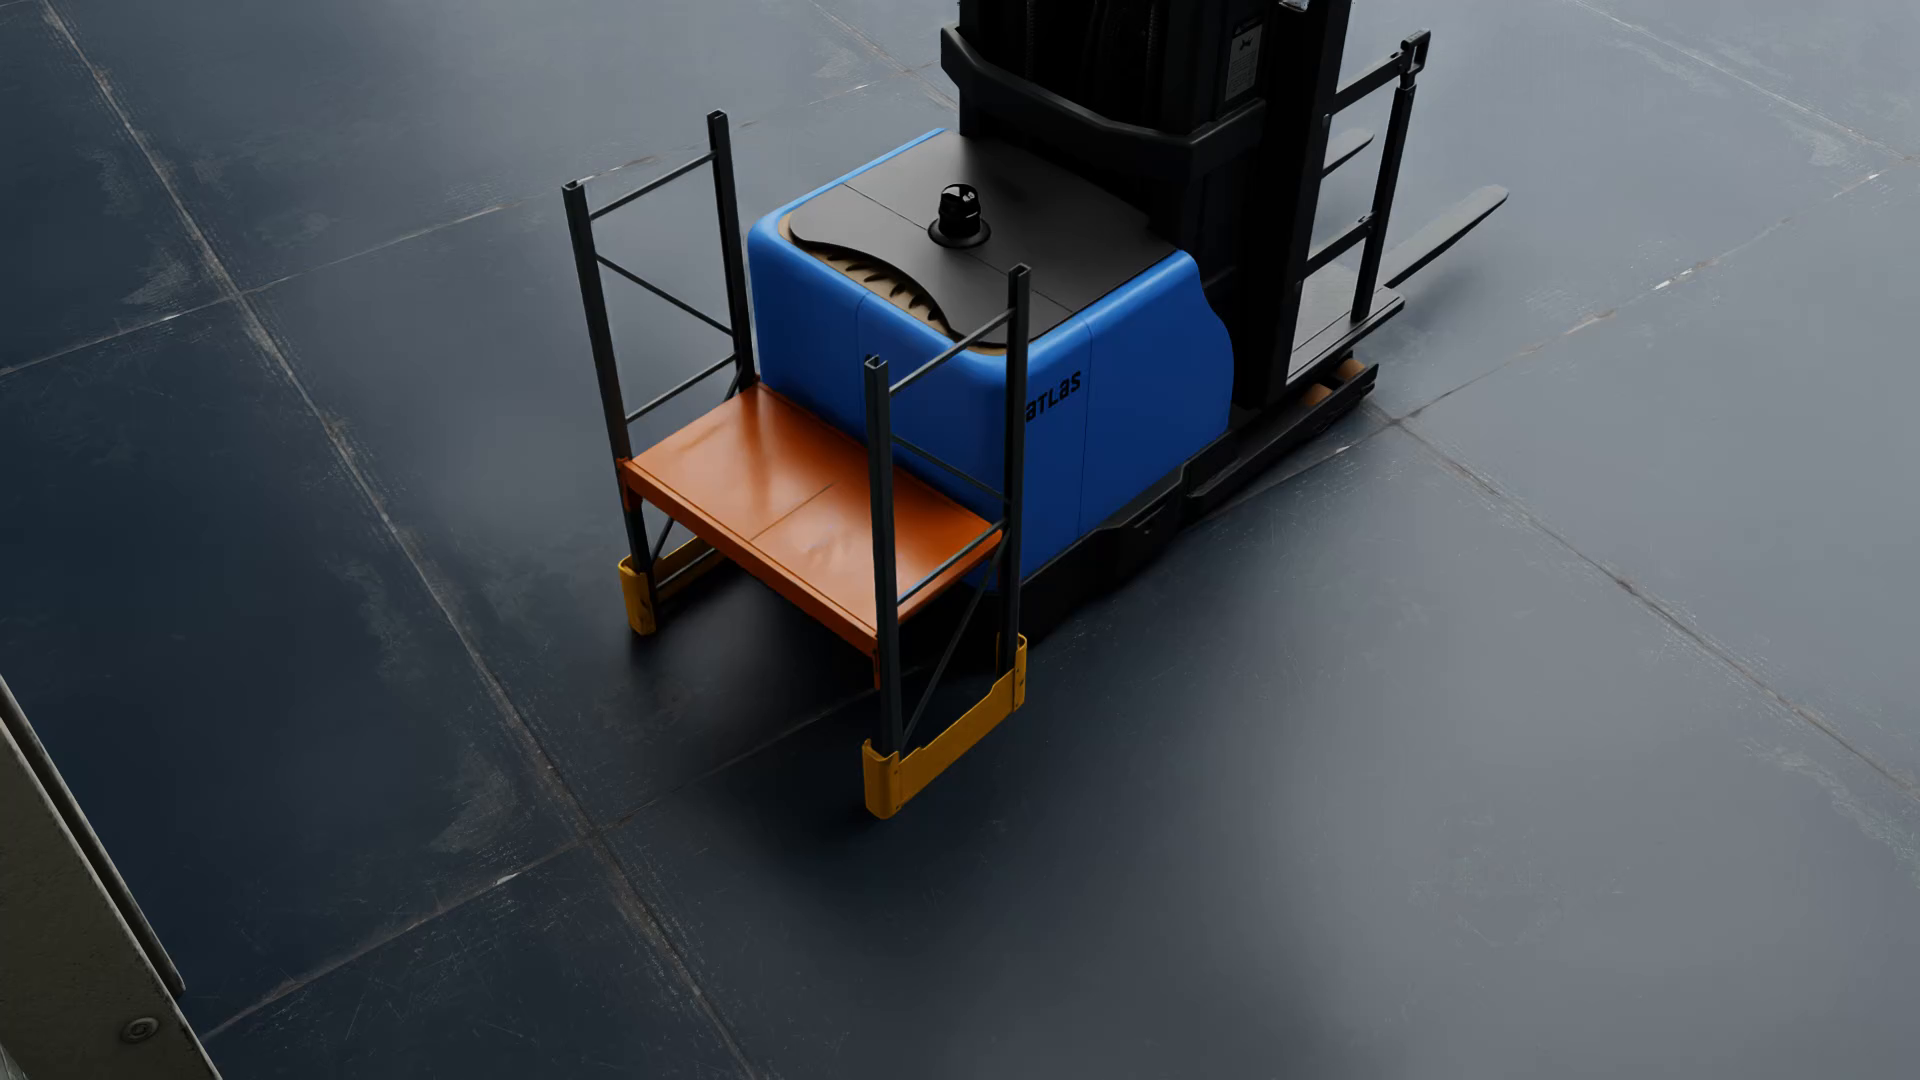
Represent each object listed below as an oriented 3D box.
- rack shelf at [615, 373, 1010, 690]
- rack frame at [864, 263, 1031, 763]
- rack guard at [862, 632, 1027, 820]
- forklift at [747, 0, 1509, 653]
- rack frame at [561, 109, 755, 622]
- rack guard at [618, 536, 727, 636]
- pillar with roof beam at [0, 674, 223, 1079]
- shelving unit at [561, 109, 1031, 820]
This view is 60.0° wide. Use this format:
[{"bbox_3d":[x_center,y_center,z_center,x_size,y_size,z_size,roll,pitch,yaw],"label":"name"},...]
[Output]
[{"bbox_3d":[-0.395,-0.052,4.479,1.000,0.185,0.538,32,52,29],"label":"rack shelf"},{"bbox_3d":[-0.021,0.055,4.106,0.032,1.500,0.500,32,52,29],"label":"rack frame"},{"bbox_3d":[-0.035,0.498,4.547,0.087,0.250,0.587,32,52,29],"label":"rack guard"},{"bbox_3d":[0.785,-1.646,4.852,1.130,2.935,3.031,34,53,31],"label":"forklift"},{"bbox_3d":[-0.770,-0.420,4.604,0.032,1.500,0.500,32,52,29],"label":"rack frame"},{"bbox_3d":[-0.769,0.033,5.035,0.087,0.250,0.587,32,52,29],"label":"rack guard"},{"bbox_3d":[1.583,-3.706,2.615,9.100,9.000,0.400,-26,49,-24],"label":"pillar with roof beam"},{"bbox_3d":[-0.402,-0.187,4.359,1.083,1.500,0.587,32,52,29],"label":"shelving unit"}]
